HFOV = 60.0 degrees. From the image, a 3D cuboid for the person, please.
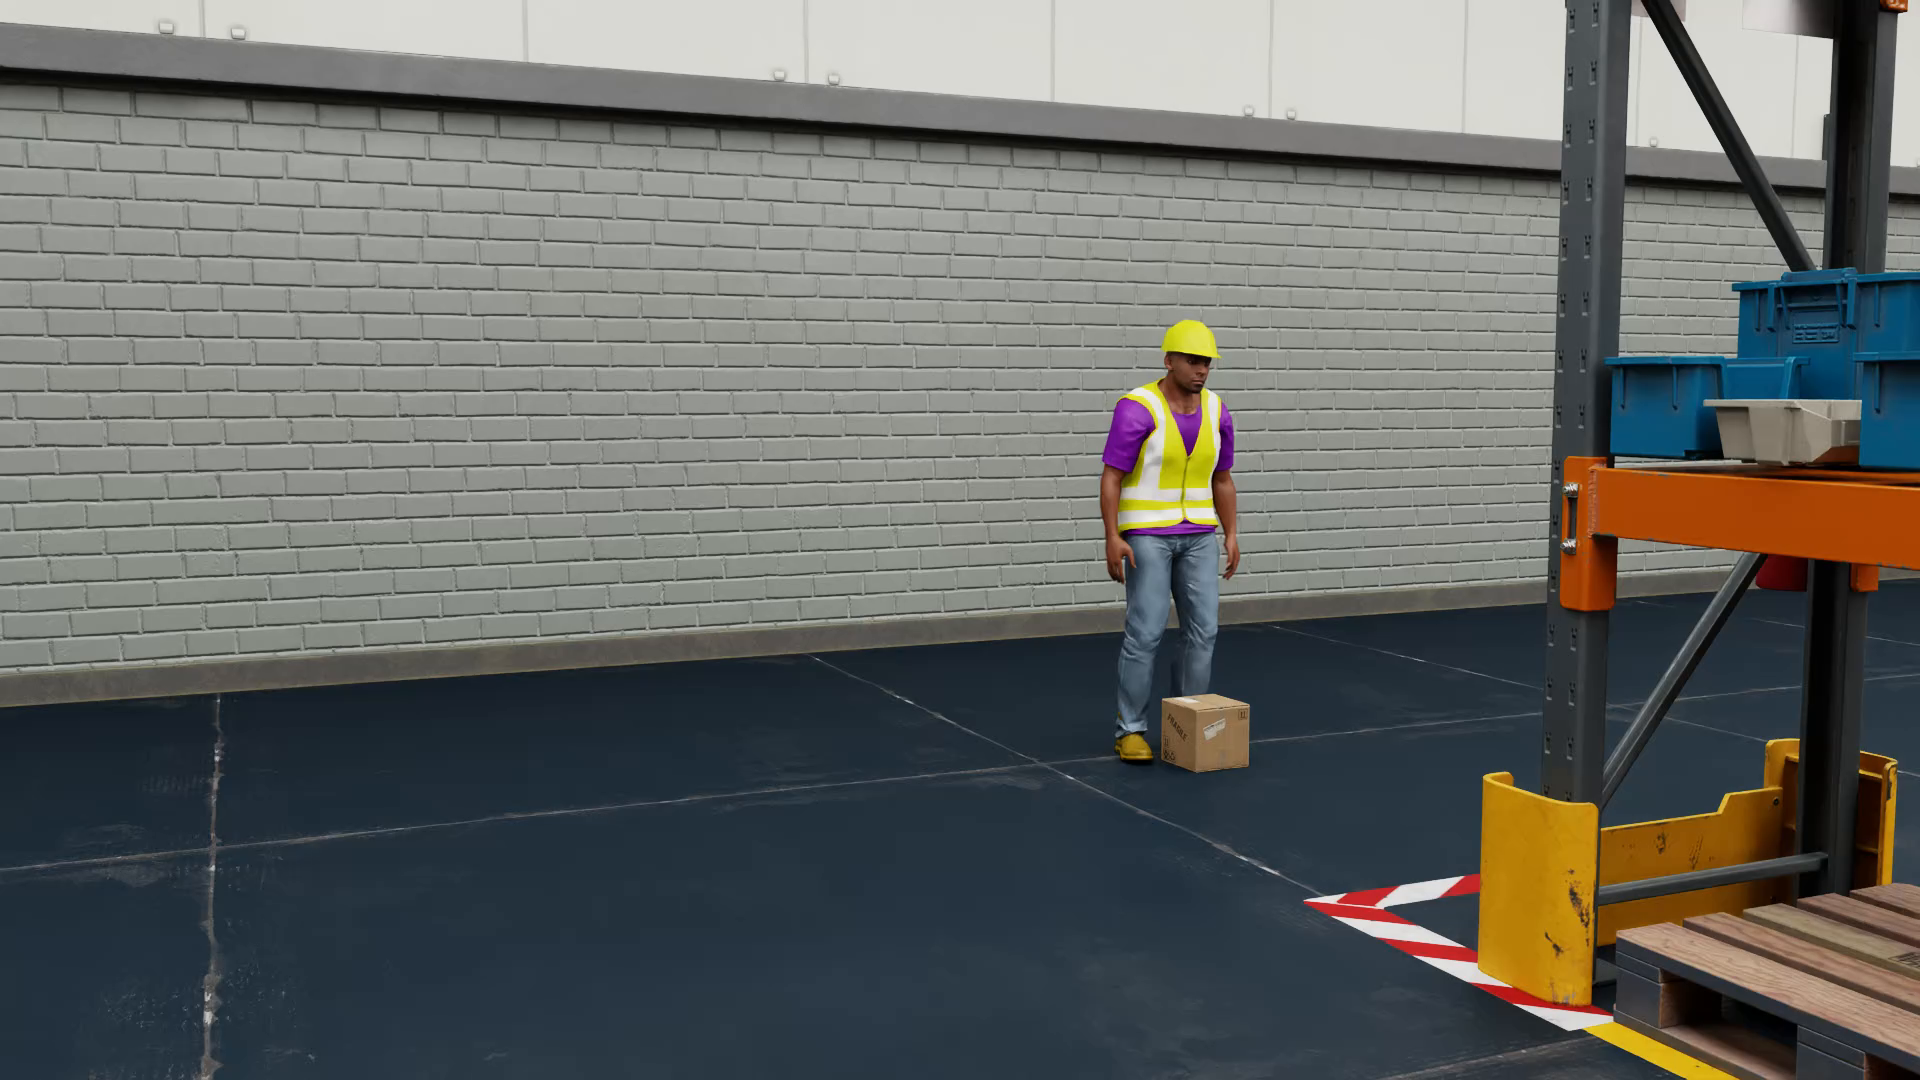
[{"bbox_3d":[0.861,-0.004,6.727,0.621,1.756,0.461,-2,6,-24],"label":"person"}]
